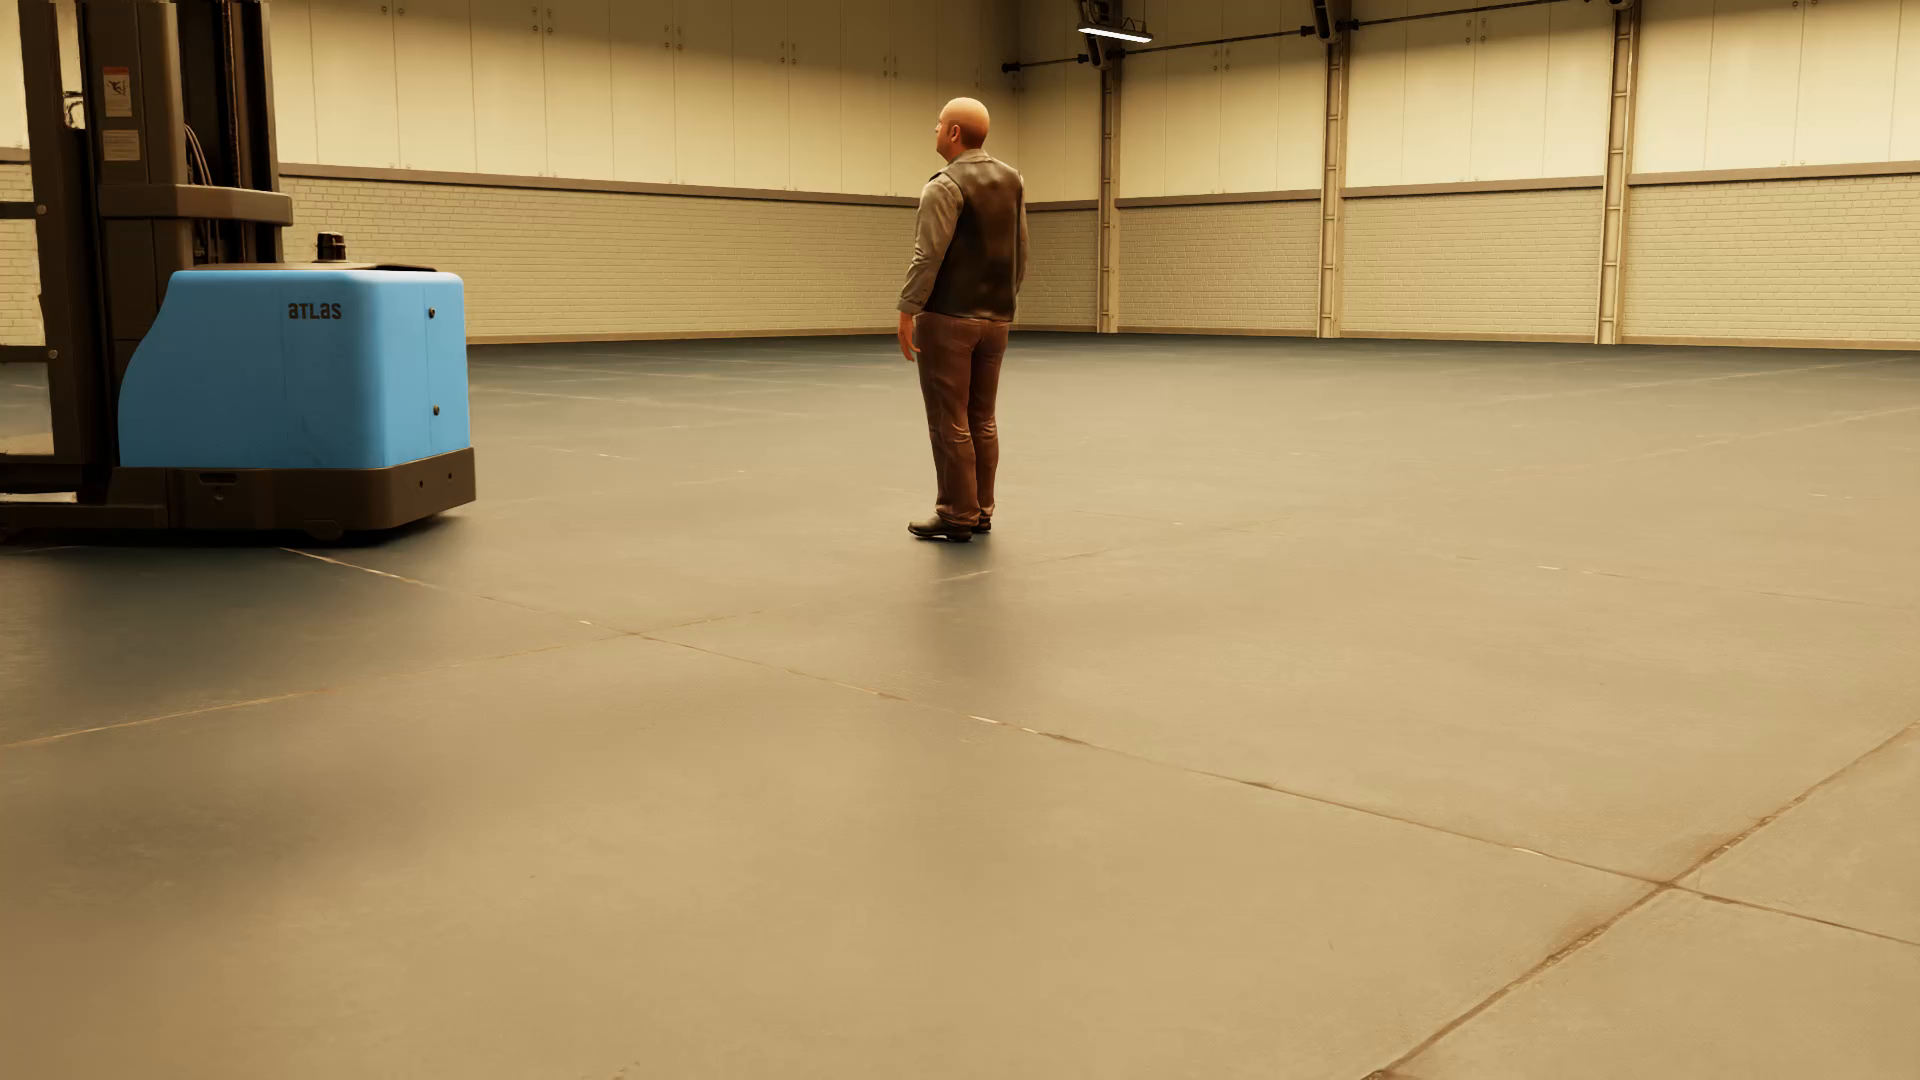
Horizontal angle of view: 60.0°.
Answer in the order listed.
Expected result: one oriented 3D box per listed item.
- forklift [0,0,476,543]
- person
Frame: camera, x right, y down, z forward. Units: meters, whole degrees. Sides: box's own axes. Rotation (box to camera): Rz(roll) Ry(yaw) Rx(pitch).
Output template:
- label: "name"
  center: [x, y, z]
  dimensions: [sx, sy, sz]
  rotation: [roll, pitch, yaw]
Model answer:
- label: "forklift"
  center: [-3.702, -1.510, 6.901]
  dimensions: [3.031, 2.935, 1.130]
  rotation: [1, 9, 5]
- label: "person"
  center: [-0.040, -0.866, 6.636]
  dimensions: [0.568, 1.721, 0.633]
  rotation: [8, 12, 43]
